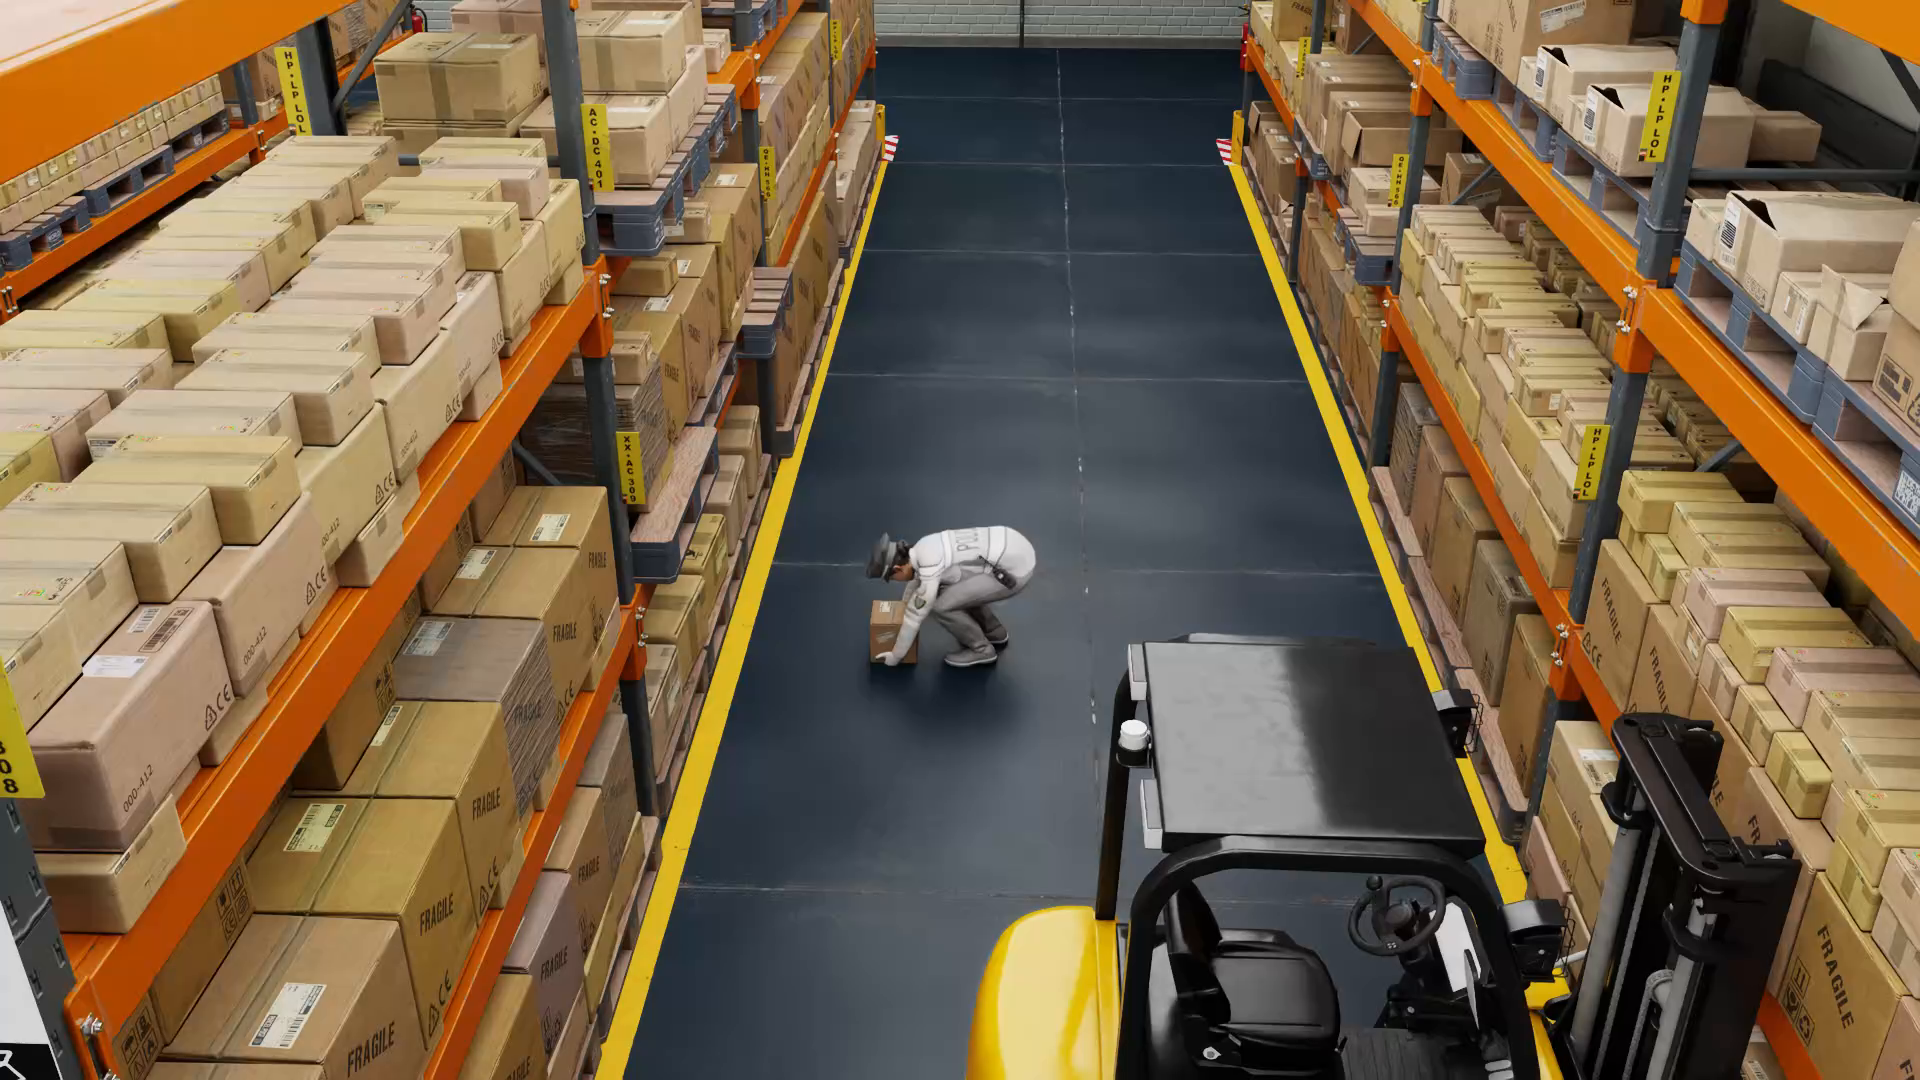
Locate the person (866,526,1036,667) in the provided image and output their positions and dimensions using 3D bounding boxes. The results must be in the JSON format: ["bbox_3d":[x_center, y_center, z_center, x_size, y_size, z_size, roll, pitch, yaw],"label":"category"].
[{"bbox_3d":[-0.050,0.302,9.052,0.913,0.756,0.444,0,28,0],"label":"person"}]
